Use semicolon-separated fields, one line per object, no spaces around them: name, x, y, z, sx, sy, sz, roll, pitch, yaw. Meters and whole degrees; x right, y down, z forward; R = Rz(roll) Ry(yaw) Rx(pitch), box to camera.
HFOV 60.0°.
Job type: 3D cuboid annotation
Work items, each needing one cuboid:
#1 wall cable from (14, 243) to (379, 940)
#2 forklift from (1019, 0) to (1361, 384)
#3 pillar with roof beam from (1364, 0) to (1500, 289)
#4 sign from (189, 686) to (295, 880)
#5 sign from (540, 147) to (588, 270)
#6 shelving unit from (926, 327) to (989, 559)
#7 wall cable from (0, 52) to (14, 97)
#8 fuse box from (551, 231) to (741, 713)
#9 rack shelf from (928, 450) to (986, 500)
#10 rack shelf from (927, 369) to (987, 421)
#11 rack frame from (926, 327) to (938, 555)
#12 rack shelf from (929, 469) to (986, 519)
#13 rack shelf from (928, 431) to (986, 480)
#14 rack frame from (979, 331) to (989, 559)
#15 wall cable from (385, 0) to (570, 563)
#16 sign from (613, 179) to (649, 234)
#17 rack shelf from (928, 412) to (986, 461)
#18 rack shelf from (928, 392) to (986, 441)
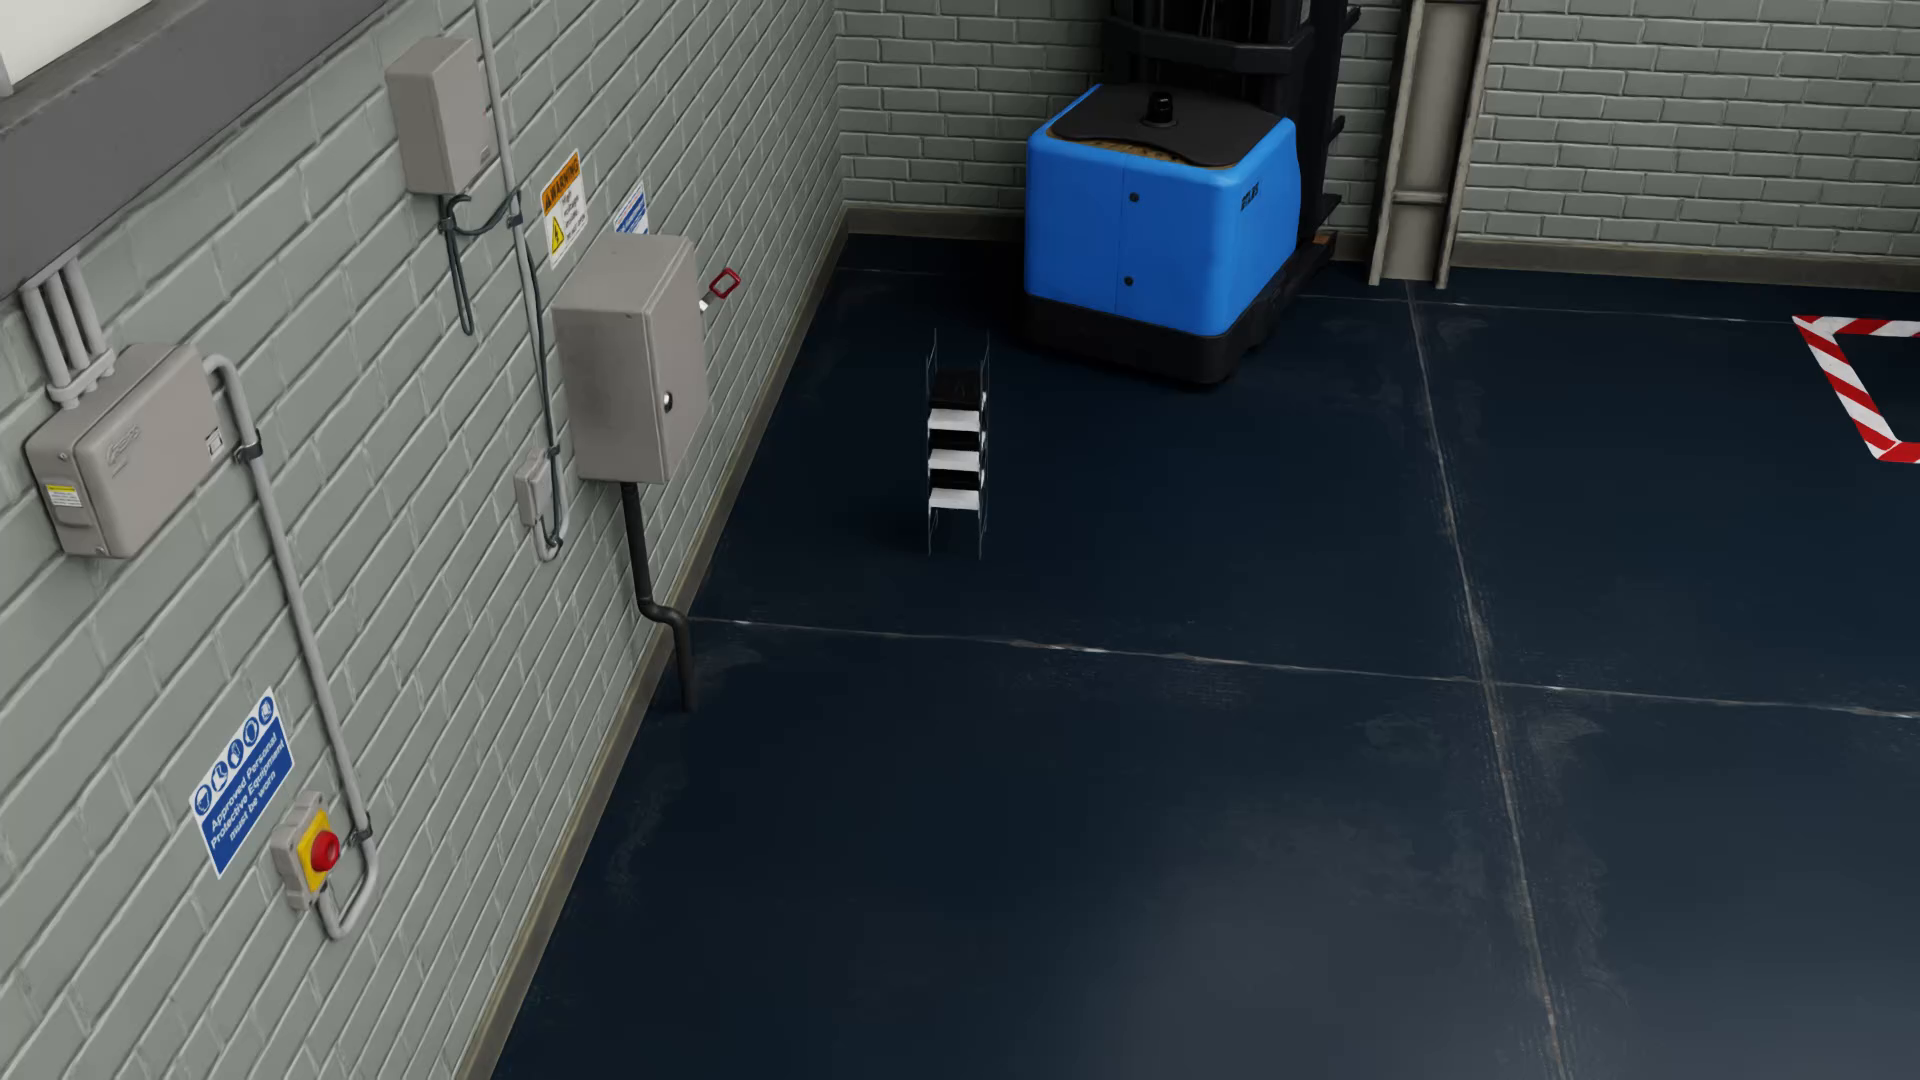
wall cable;-1.340;0.134;3.078;0.123;1.953;0.585;4;36;6
forklift;1.420;-2.748;8.078;1.130;2.935;3.031;17;39;22
pillar with roof beam;1.776;-2.576;2.614;0.400;9.000;9.100;4;36;6
sign;-1.407;0.474;3.272;0.001;0.218;0.327;4;36;6
sign;-1.140;-0.959;4.800;0.001;0.242;0.339;4;36;6
shelving unit;-0.008;-0.367;6.489;0.210;0.900;0.258;4;36;6
wall cable;-1.422;-1.736;1.437;0.029;3.000;0.463;4;36;6
fuse box;-0.928;-0.115;5.438;0.414;1.711;0.539;4;36;6
rack shelf;-0.008;-0.267;6.561;0.200;0.077;0.258;4;36;6
rack shelf;-0.008;-0.560;6.352;0.200;0.077;0.258;4;36;6
rack frame;-0.109;-0.374;6.500;0.006;0.900;0.240;4;36;6
rack shelf;-0.008;-0.193;6.613;0.200;0.077;0.258;4;36;6
rack shelf;-0.008;-0.340;6.509;0.200;0.077;0.258;4;36;6
rack frame;0.093;-0.359;6.479;0.006;0.900;0.240;4;36;6
wall cable;-1.171;-0.671;4.234;0.122;1.984;0.588;4;36;6
sign;-1.070;-0.900;5.511;0.001;0.494;0.329;4;36;6
rack shelf;-0.008;-0.413;6.457;0.200;0.077;0.258;4;36;6
rack shelf;-0.008;-0.486;6.404;0.200;0.077;0.258;4;36;6
